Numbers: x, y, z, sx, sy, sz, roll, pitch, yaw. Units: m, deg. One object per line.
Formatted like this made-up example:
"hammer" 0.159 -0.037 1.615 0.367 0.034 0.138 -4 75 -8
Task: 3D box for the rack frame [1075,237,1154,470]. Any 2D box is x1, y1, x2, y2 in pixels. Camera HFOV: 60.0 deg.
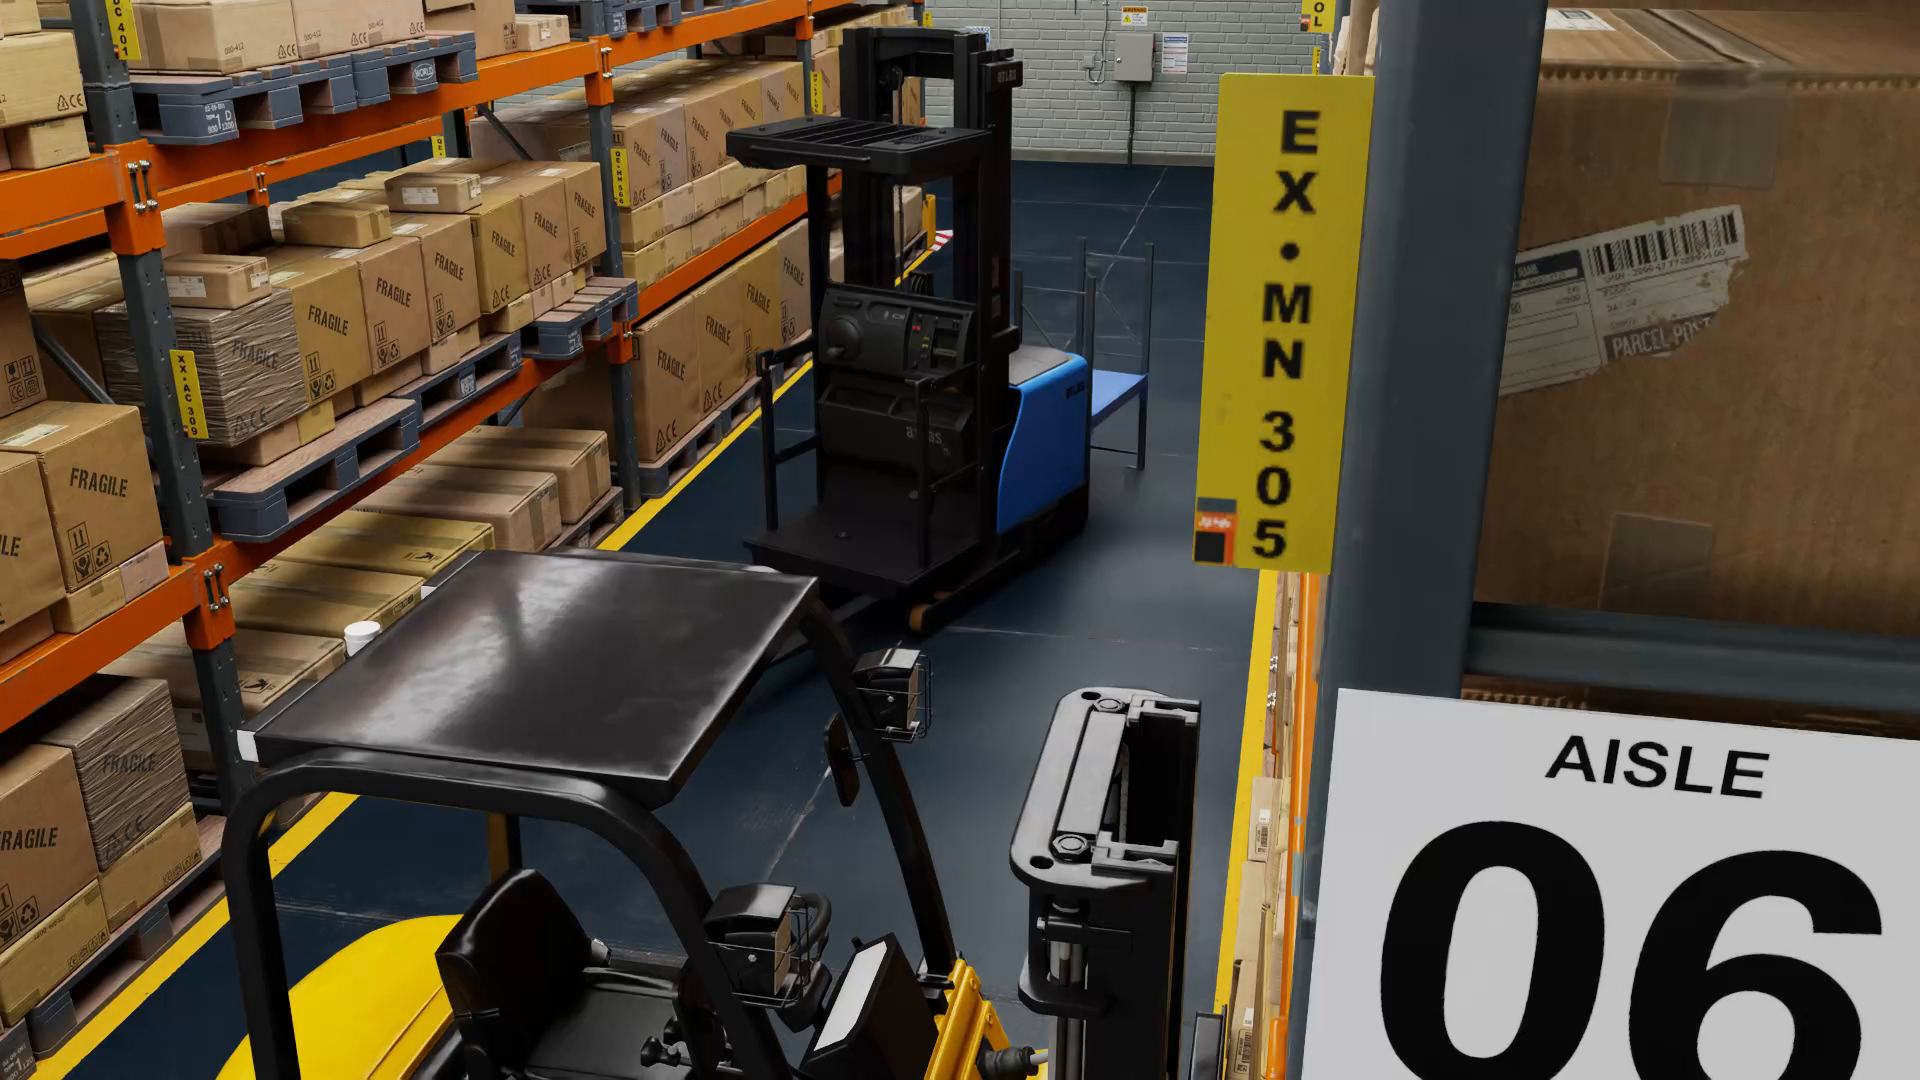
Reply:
"rack frame" 0.991 -1.204 10.835 0.500 1.500 0.032 10 24 24

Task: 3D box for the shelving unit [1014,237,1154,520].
"shelving unit" 0.772 -1.032 10.409 0.538 1.500 1.048 10 24 24

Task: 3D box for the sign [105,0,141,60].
"sign" -2.774 -1.752 5.482 0.100 0.325 0.005 4 22 11

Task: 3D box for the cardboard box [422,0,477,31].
"cardboard box" -2.774 -2.502 7.897 0.797 0.503 0.637 4 22 11

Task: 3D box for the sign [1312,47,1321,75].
"sign" 3.470 -4.614 16.136 0.100 0.325 0.005 4 22 11

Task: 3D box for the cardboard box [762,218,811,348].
"cardboard box" -1.723 -2.062 13.240 0.875 0.875 0.875 5 23 13

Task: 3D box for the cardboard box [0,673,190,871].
"cardboard box" -3.165 0.810 5.942 0.500 0.500 0.500 4 22 10

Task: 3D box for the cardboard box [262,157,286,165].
"cardboard box" -6.163 -3.388 14.587 0.380 0.149 0.250 5 23 13

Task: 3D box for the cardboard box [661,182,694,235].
"cardboard box" -2.039 -2.140 10.684 0.500 0.250 0.500 5 22 12

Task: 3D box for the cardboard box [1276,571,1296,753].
"cardboard box" 1.207 0.313 4.926 0.500 0.500 0.500 4 22 9

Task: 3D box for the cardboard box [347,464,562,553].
"cardboard box" -2.759 -0.122 9.097 0.950 0.372 0.625 4 22 10

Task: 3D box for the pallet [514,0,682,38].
"pallet" -2.411 -3.166 9.937 1.213 0.211 1.003 6 23 13

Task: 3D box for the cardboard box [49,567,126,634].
"cardboard box" -3.118 0.189 5.704 0.380 0.149 0.250 5 22 12

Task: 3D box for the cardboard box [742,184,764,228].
"cardboard box" -1.746 -2.463 12.155 0.500 0.250 0.500 4 22 9

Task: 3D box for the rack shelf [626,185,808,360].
"rack shelf" -2.083 -2.020 11.818 1.077 0.370 4.000 4 22 11

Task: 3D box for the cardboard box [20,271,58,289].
"cardboard box" -6.876 -1.765 12.002 0.500 0.250 0.500 4 22 10

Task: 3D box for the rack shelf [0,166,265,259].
"rack shelf" -6.949 -2.361 12.663 1.077 0.370 4.000 4 22 11

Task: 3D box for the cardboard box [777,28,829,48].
"cardboard box" -1.309 -4.184 13.886 0.380 0.149 0.250 4 22 10

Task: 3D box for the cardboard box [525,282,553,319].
"cardboard box" -2.378 -1.272 8.772 0.380 0.149 0.250 3 22 8

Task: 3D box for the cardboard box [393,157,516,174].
"cardboard box" -2.809 -1.855 9.350 0.500 0.500 0.500 4 22 9

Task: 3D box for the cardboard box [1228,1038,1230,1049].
"cardboard box" 0.937 1.587 4.348 0.500 0.250 0.500 4 22 10

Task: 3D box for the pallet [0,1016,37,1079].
"pallet" -3.656 1.830 5.028 1.003 0.211 1.213 4 22 11

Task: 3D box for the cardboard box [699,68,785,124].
"cardboard box" -1.618 -3.223 12.369 0.500 0.500 0.500 5 22 12

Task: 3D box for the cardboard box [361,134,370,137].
"cardboard box" -5.933 -3.975 16.044 0.380 0.149 0.250 5 23 13

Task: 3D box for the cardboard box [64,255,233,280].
"cardboard box" -3.338 -0.907 6.995 0.500 0.500 0.500 5 22 11

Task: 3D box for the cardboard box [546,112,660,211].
"cardboard box" -2.151 -2.294 10.063 0.500 0.500 0.500 4 22 9

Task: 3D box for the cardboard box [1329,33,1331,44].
"cardboard box" 1.619 -1.938 6.058 0.500 0.311 0.500 4 22 9

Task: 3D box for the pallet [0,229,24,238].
"pallet" -7.316 -2.143 11.415 1.213 0.211 1.003 4 22 11

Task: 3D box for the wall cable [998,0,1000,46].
"wall cable" 0.269 -7.098 22.061 0.585 1.953 0.123 4 22 11

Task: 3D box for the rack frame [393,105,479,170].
"rack frame" -5.725 -4.889 17.977 1.000 3.000 0.127 4 22 11

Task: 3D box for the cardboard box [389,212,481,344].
"cardboard box" -2.621 -1.240 7.823 0.500 0.500 0.500 4 22 9

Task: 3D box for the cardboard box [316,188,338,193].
"cardboard box" -6.315 -3.481 16.940 0.380 0.149 0.250 5 23 13

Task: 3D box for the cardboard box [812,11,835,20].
"cardboard box" -1.389 -4.865 15.578 0.380 0.149 0.250 5 22 11

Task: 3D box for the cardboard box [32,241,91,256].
"cardboard box" -7.165 -2.178 13.026 0.500 0.250 0.500 5 23 13

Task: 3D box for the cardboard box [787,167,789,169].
"cardboard box" -1.527 -3.068 12.988 0.500 0.250 0.500 4 22 11

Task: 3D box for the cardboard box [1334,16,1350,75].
"cardboard box" 1.145 -1.088 3.948 0.500 0.311 0.500 5 22 12

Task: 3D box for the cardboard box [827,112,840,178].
"cardboard box" -1.323 -3.283 13.857 0.500 0.500 0.500 5 23 13

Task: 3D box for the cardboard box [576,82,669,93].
"cardboard box" -2.327 -2.896 11.556 0.500 0.500 0.500 4 22 10

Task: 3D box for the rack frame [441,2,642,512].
"rack frame" -2.491 -1.623 9.867 1.000 3.000 0.127 4 22 11

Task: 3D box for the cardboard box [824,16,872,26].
"cardboard box" -1.014 -4.647 15.037 0.380 0.149 0.250 5 23 13

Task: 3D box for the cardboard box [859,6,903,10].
"cardboard box" -0.764 -5.118 16.206 0.380 0.149 0.250 5 22 12

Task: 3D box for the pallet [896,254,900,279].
"pallet" -1.196 -2.512 15.807 1.003 0.211 1.213 4 22 11

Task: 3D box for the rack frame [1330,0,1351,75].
"rack frame" 1.553 -2.565 4.178 1.000 3.000 0.127 4 22 11

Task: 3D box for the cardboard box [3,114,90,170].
"cardboard box" -3.073 -1.296 5.377 0.380 0.149 0.250 5 22 11

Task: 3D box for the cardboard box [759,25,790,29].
"cardboard box" -1.669 -4.306 14.189 0.380 0.149 0.250 4 22 10

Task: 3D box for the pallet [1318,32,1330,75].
"pallet" 2.318 -2.294 7.773 1.213 0.211 1.003 6 23 13

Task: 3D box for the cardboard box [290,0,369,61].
"cardboard box" -2.693 -2.045 6.539 0.500 0.250 0.500 4 22 10

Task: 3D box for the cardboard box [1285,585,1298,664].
"cardboard box" 1.030 0.243 4.232 0.380 0.149 0.250 5 22 12

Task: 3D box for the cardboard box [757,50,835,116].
"cardboard box" -1.340 -3.751 13.680 0.500 0.500 0.500 5 22 11

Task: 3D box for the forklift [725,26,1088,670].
"forklift" -0.460 -1.068 8.582 1.130 2.935 3.031 13 26 30

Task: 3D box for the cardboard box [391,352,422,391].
"cardboard box" -2.697 -0.797 7.592 0.380 0.149 0.250 5 22 11

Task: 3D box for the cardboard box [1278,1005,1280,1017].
"cardboard box" 0.739 0.808 2.830 0.380 0.149 0.250 4 22 9

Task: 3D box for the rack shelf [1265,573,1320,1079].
"rack shelf" 1.145 -0.109 3.056 1.077 0.370 4.000 4 22 11

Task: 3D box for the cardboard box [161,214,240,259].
"cardboard box" -3.306 -1.279 7.051 0.380 0.149 0.250 4 22 9
